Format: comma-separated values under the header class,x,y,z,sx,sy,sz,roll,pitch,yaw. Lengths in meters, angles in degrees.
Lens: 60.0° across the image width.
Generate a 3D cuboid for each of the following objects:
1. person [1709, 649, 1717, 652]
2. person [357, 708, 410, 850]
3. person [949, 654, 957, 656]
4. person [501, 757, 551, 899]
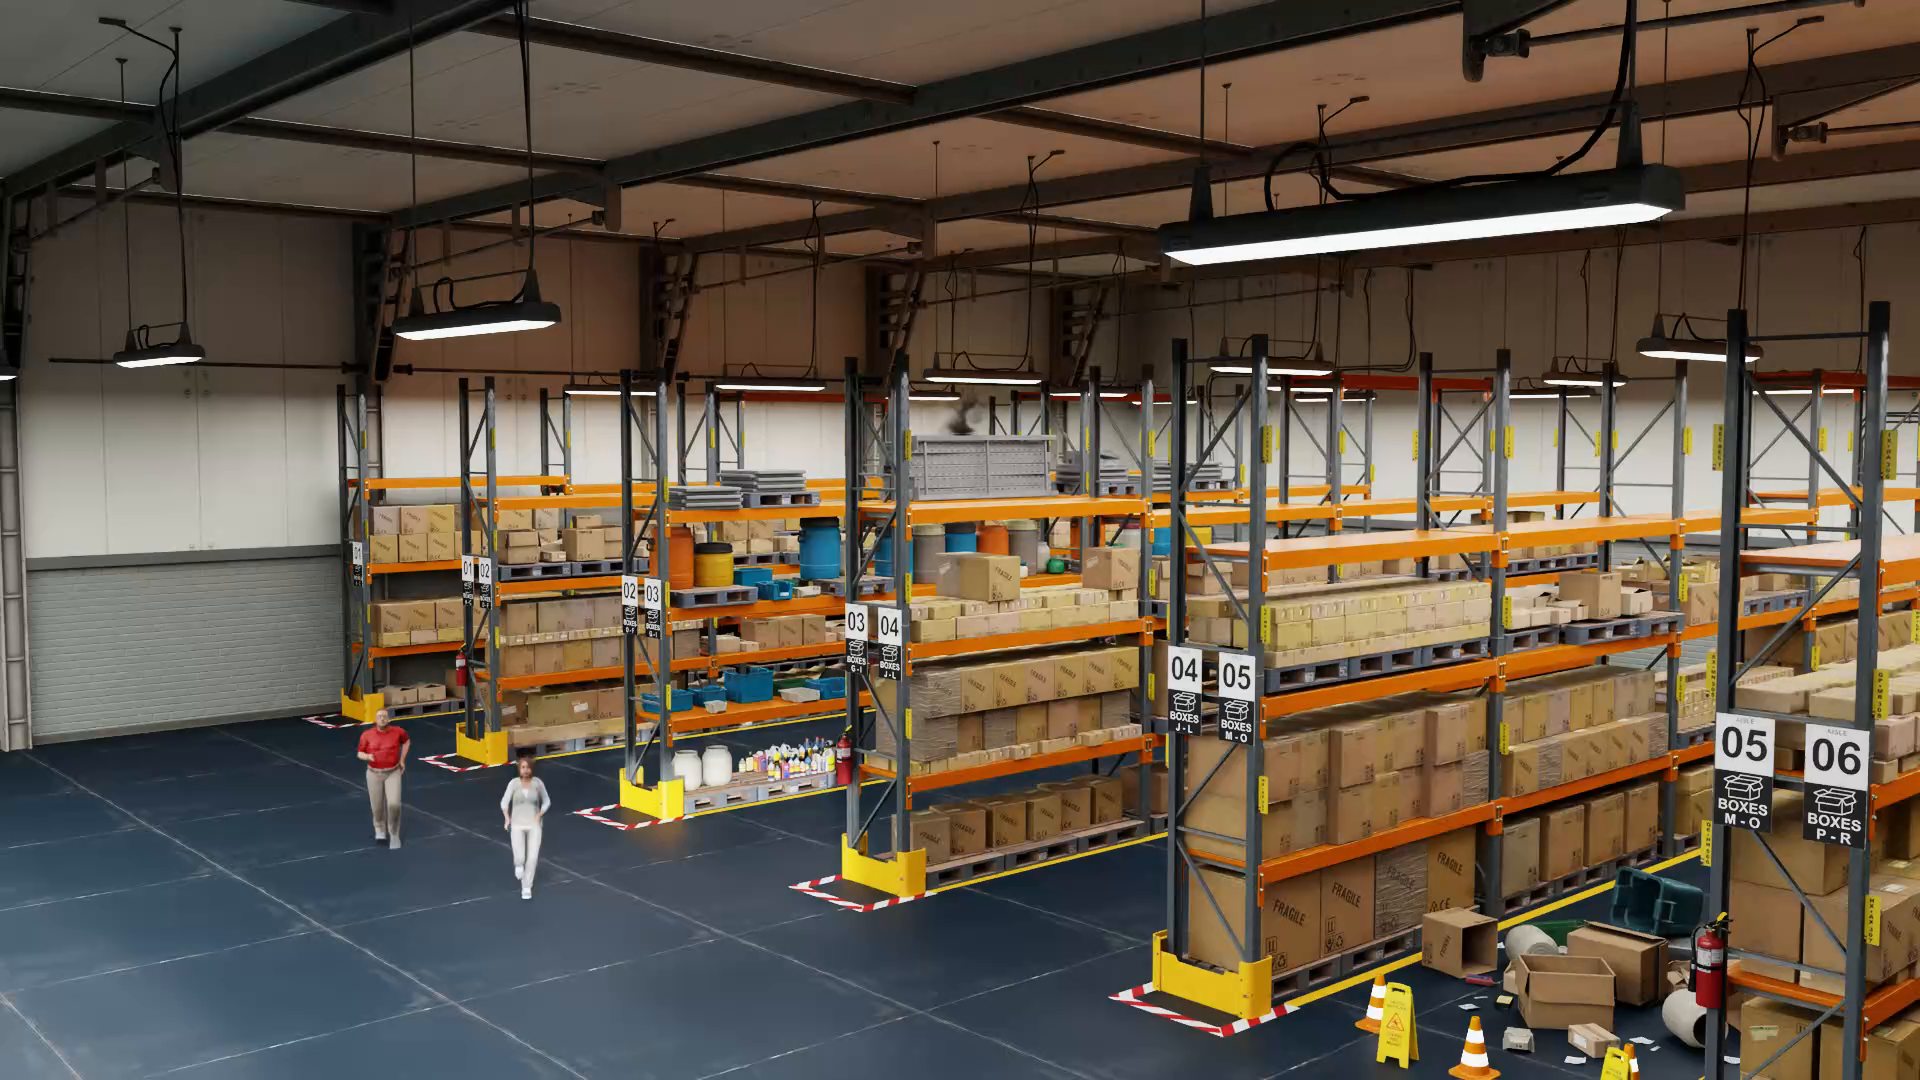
class,x,y,z,sx,sy,sz,roll,pitch,yaw
person,11.912,2.574,26.094,0.795,1.759,0.714,-2,4,-29
person,-7.147,2.965,20.630,0.611,1.777,0.801,-1,4,-16
person,0.026,2.131,28.972,0.625,1.834,0.736,3,5,36
person,-4.812,3.182,18.450,0.537,1.554,0.547,-1,4,-16
